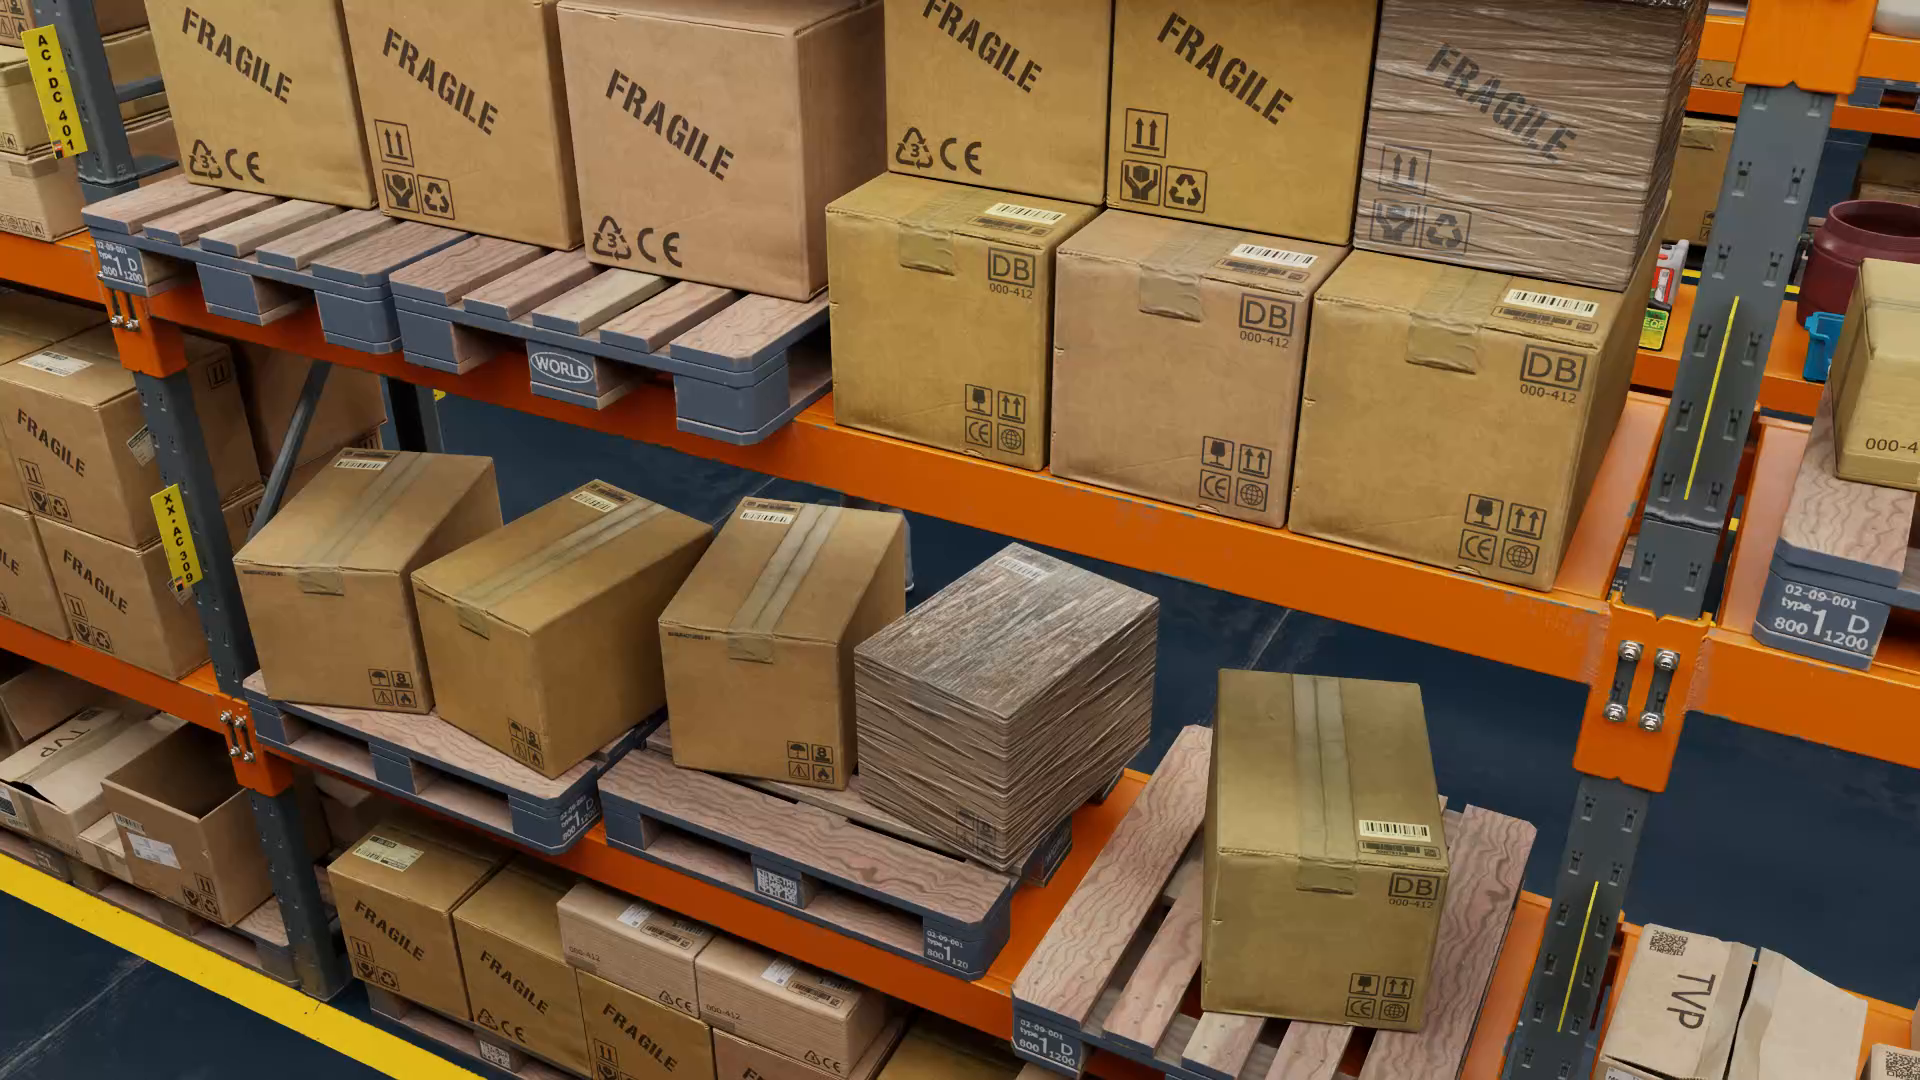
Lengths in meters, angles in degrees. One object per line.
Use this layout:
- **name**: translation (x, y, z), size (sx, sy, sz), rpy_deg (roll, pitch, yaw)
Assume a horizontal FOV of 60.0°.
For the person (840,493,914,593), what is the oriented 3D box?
- **person**: translation (-0.422, -0.415, 7.844), size (0.416, 1.657, 0.512), rpy_deg (14, 33, 23)
